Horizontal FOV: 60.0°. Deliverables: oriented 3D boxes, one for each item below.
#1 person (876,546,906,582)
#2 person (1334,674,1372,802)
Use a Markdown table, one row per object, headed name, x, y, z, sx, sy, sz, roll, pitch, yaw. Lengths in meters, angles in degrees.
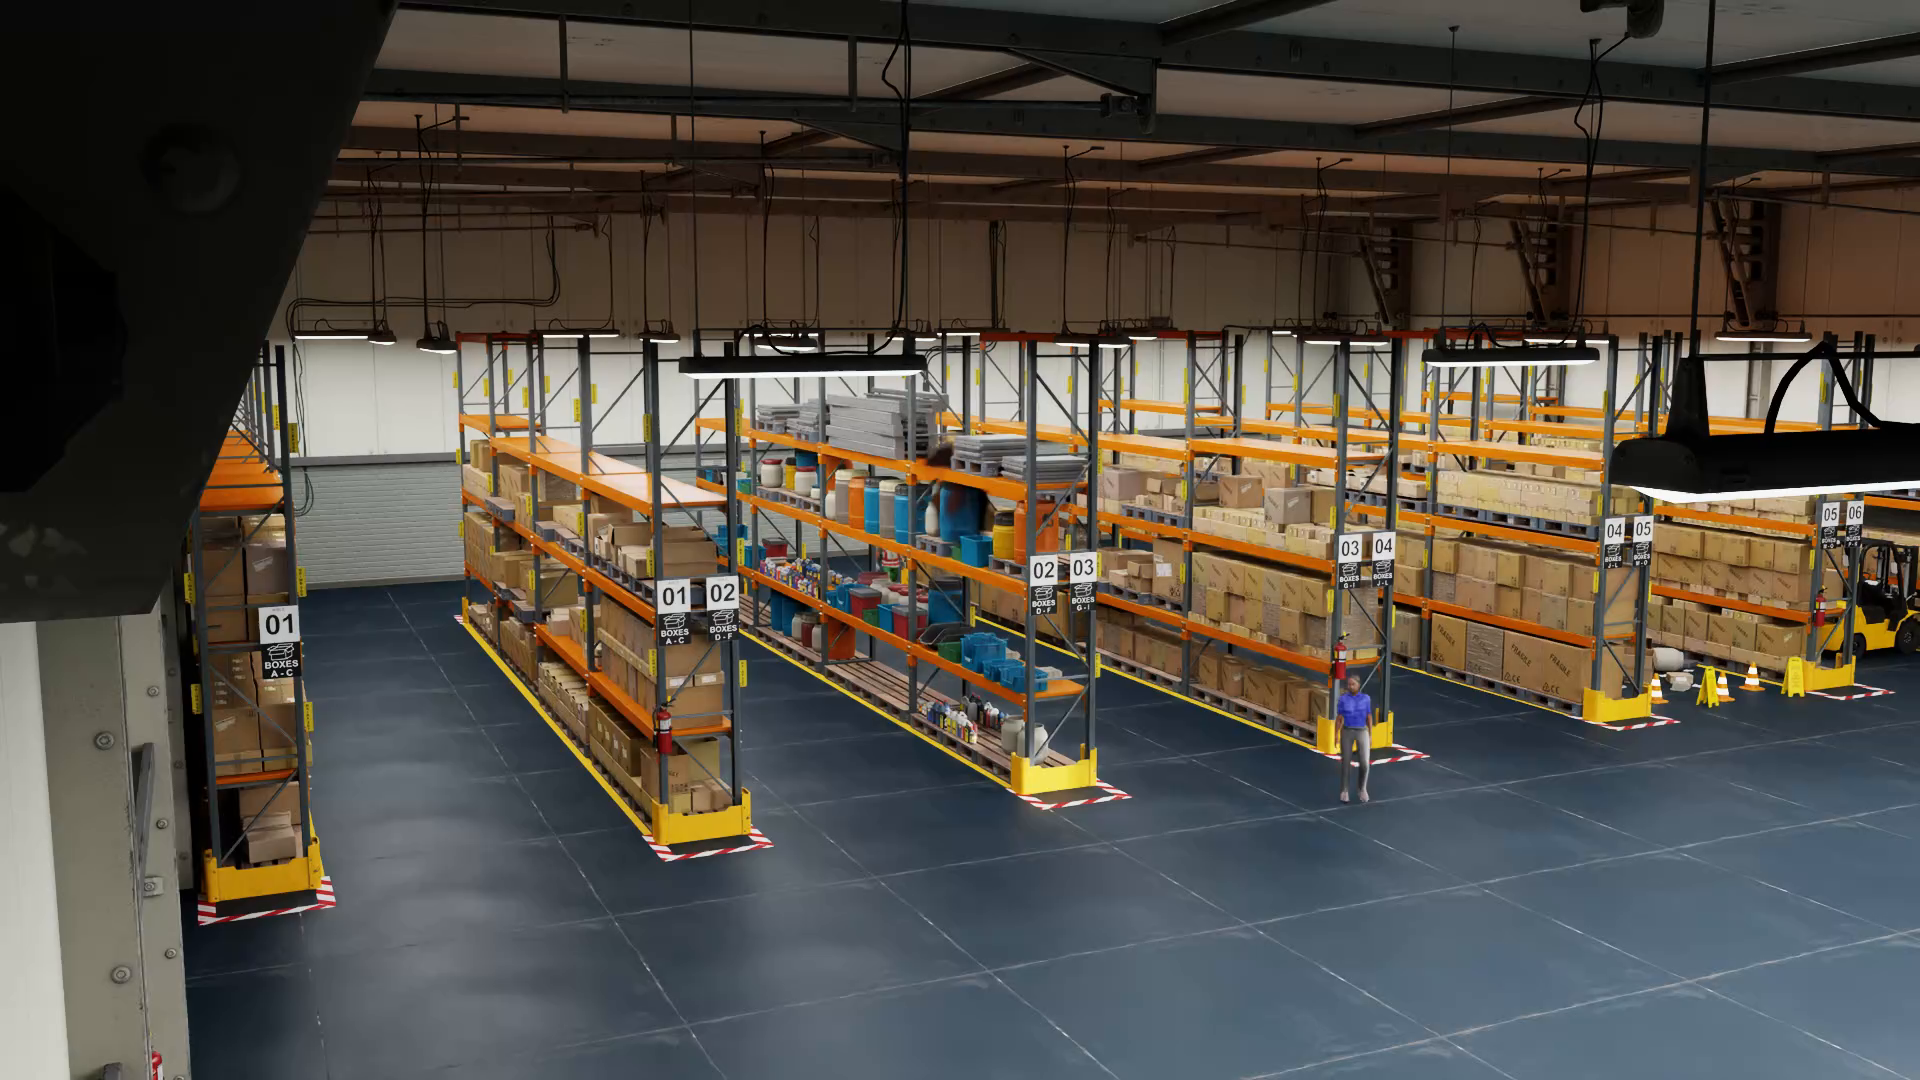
| name | x | y | z | sx | sy | sz | roll | pitch | yaw |
| --- | --- | --- | --- | --- | --- | --- | --- | --- | --- |
| person | -1.510 | 0.616 | 36.279 | 0.617 | 1.812 | 0.876 | -3 | 8 | -22 |
| person | 5.146 | 2.588 | 21.778 | 0.489 | 1.681 | 0.364 | 2 | 8 | 13 |
